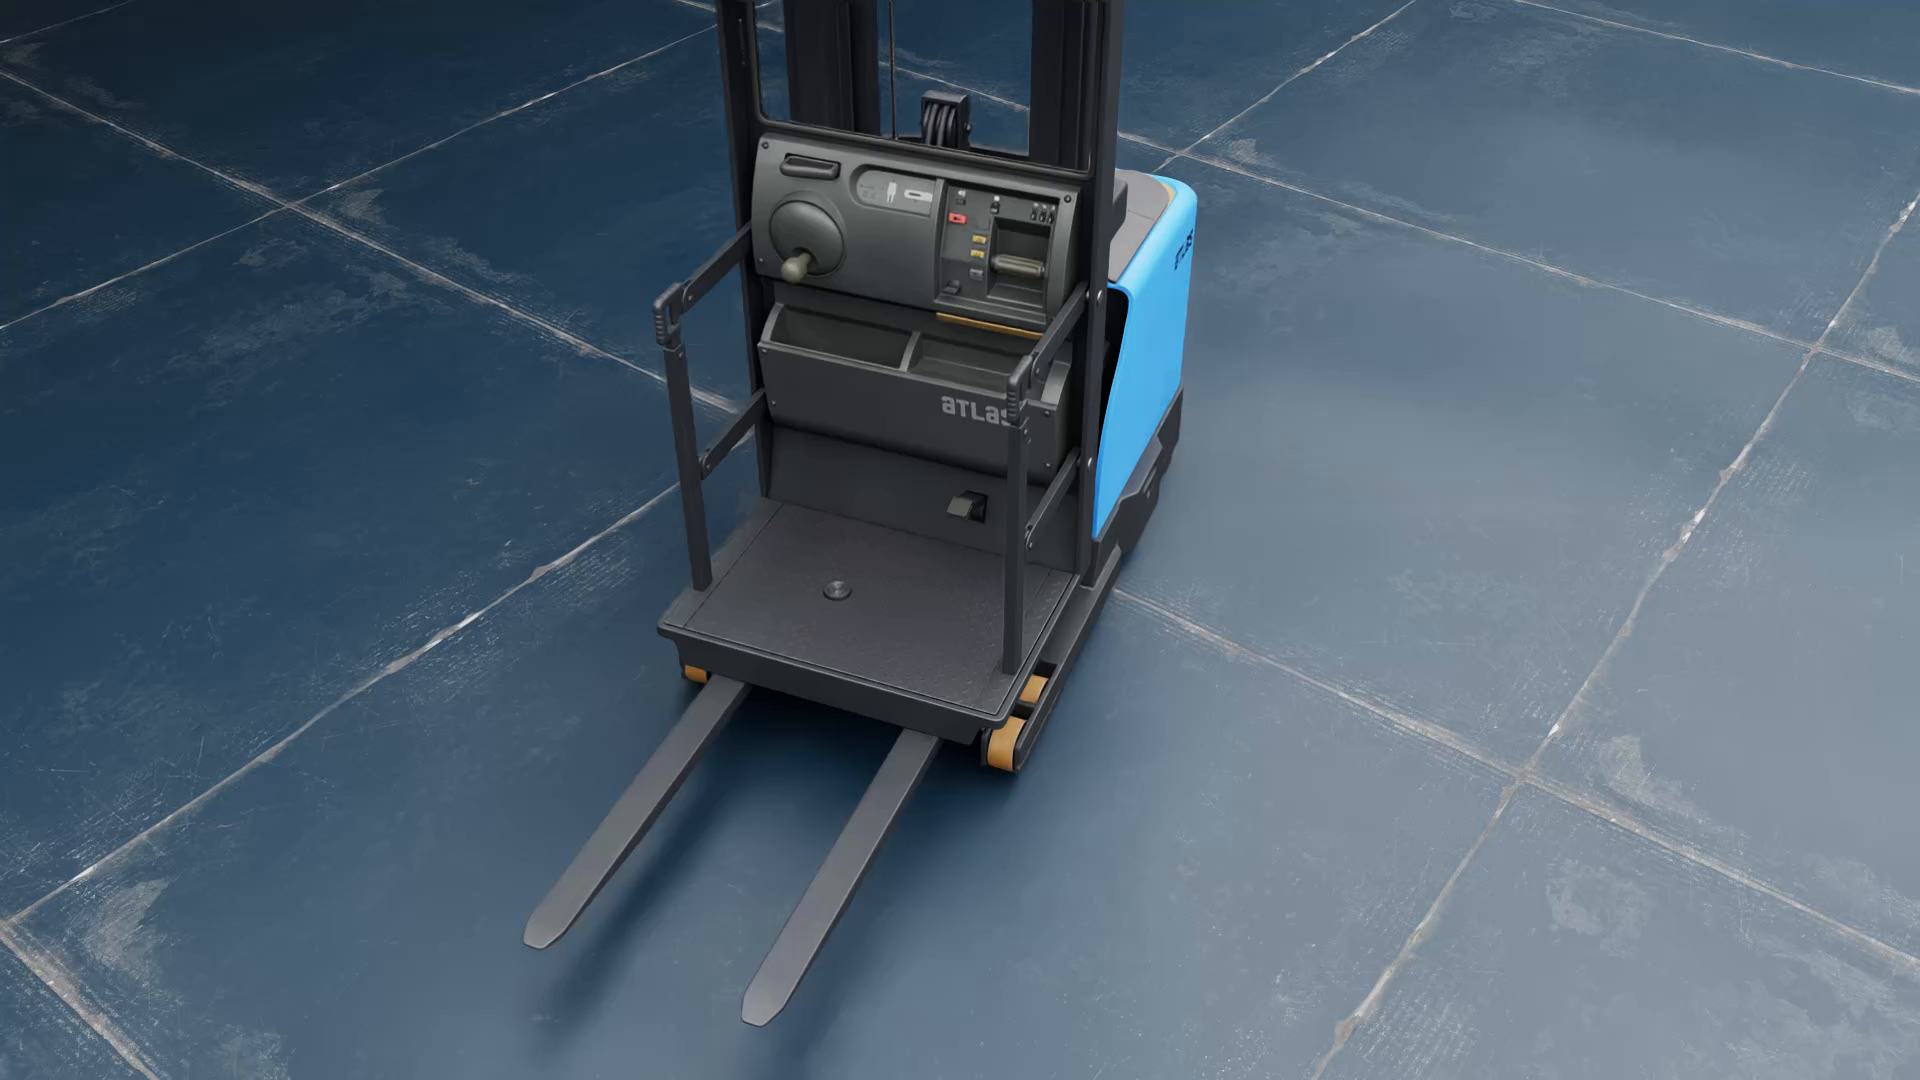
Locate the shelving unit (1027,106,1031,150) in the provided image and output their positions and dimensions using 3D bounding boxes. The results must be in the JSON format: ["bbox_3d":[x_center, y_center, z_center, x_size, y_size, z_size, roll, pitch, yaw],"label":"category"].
[{"bbox_3d":[0.363,-1.052,6.120,0.189,1.200,0.258,14,40,17],"label":"shelving unit"}]

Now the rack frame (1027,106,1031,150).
[{"bbox_3d":[0.278,-1.073,6.147,0.006,1.200,0.240,14,40,17],"label":"rack frame"}]

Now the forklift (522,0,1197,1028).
[{"bbox_3d":[-0.214,-0.772,4.358,1.130,2.935,3.031,14,40,17],"label":"forklift"}]
